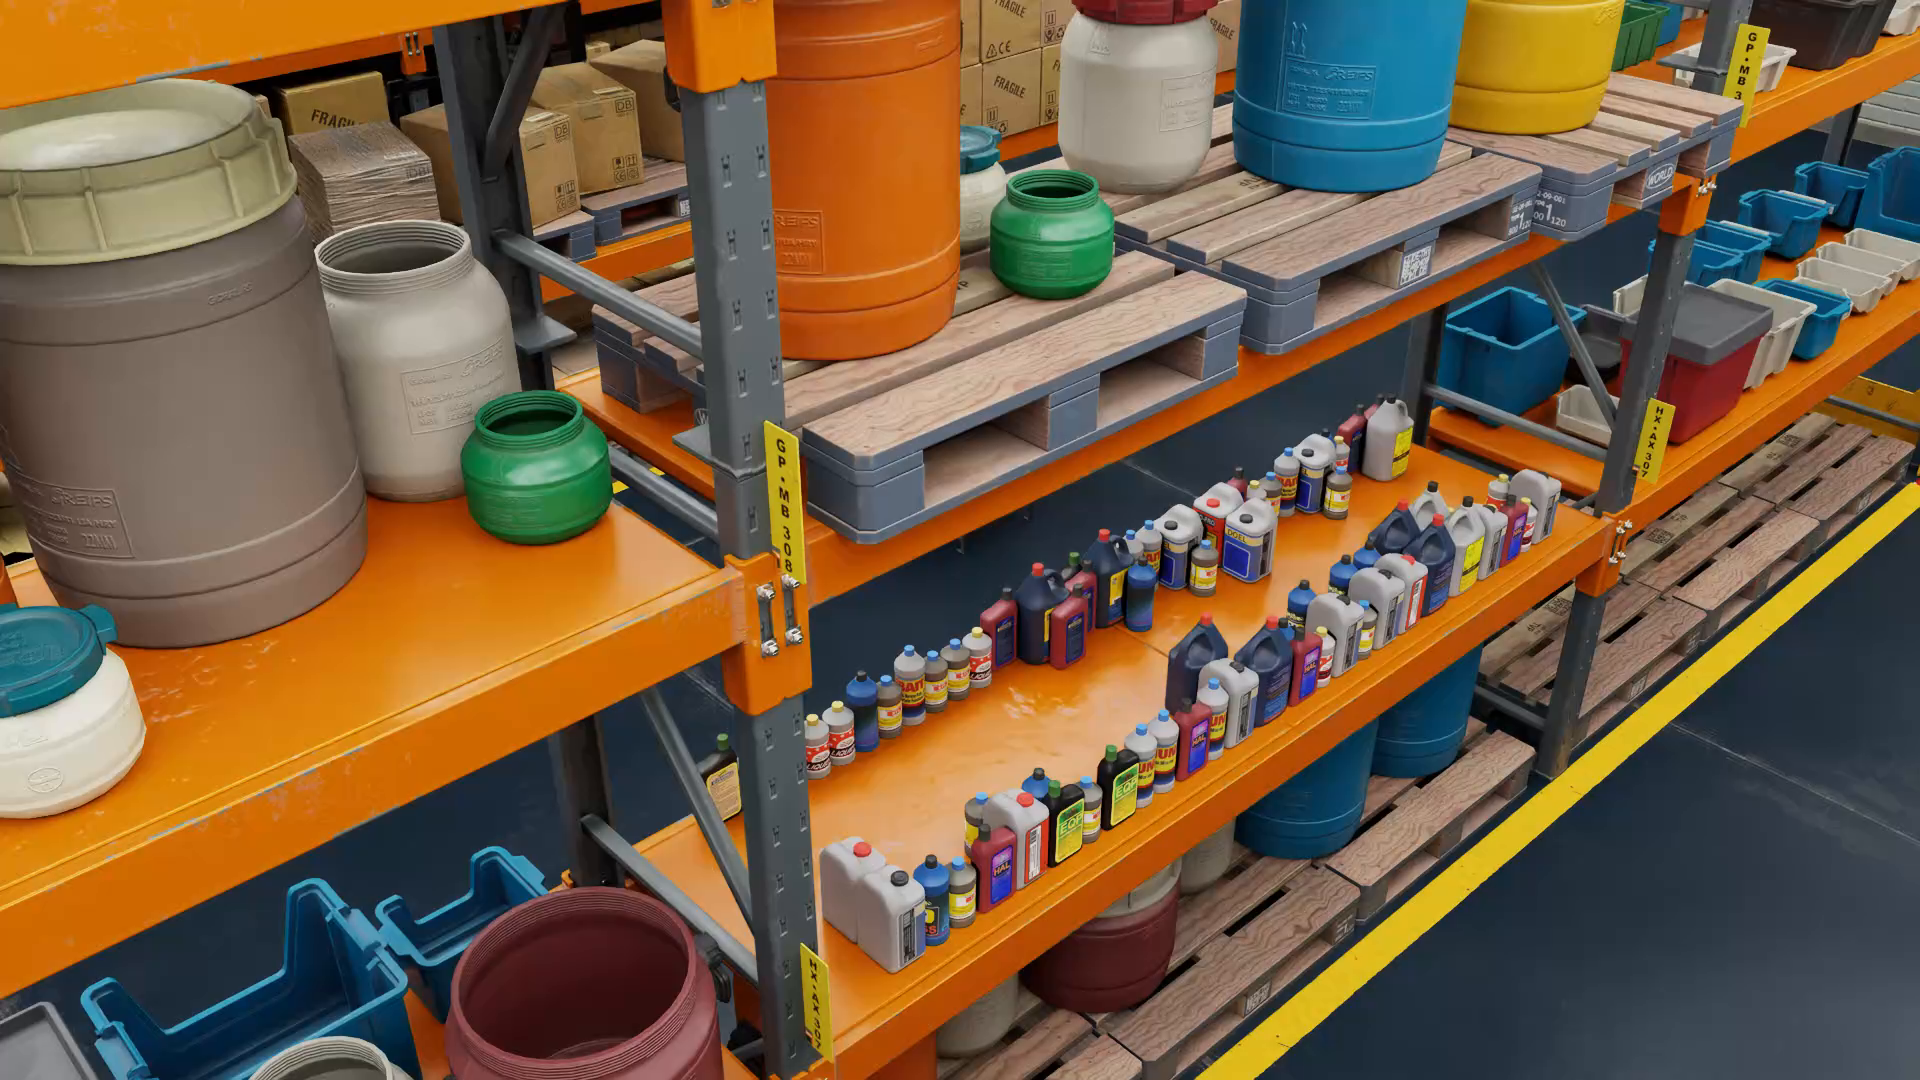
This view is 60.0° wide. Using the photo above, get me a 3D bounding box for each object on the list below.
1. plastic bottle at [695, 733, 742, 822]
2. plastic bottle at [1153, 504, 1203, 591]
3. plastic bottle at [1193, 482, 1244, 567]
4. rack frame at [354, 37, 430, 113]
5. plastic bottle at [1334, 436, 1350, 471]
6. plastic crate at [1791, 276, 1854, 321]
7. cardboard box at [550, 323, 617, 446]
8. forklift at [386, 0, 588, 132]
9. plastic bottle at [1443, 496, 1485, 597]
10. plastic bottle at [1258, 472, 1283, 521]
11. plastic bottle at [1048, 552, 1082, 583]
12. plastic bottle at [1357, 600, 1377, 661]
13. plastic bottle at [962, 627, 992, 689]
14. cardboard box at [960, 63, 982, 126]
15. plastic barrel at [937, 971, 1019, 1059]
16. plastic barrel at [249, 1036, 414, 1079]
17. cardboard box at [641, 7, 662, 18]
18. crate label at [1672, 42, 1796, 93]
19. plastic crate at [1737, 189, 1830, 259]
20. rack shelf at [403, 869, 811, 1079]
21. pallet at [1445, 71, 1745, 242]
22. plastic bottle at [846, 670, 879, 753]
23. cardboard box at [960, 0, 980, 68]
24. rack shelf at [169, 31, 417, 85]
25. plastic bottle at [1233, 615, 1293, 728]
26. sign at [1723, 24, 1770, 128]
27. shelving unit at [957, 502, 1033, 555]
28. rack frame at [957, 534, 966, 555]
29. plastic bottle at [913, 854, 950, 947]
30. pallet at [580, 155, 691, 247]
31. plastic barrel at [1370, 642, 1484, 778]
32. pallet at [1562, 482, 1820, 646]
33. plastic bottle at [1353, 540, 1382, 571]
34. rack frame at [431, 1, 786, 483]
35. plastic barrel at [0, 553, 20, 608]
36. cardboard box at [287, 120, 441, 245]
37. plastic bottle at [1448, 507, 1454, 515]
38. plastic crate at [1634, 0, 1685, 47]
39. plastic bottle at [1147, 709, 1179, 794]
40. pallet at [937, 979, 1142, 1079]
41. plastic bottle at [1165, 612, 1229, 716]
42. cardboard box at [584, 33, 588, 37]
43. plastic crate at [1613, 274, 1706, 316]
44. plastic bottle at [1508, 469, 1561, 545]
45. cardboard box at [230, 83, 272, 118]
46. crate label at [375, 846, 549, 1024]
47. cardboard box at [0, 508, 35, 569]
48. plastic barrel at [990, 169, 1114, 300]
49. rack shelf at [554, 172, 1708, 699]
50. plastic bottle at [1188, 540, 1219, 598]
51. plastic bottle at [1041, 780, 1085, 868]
[{"bbox_3d":[-0.710,0.701,4.841,0.133,0.283,0.061,-26,40,-35],"label":"plastic bottle"},{"bbox_3d":[0.769,0.021,5.960,0.135,0.276,0.152,-26,40,-35],"label":"plastic bottle"},{"bbox_3d":[0.939,-0.061,6.094,0.135,0.276,0.152,-26,40,-35],"label":"plastic bottle"},{"bbox_3d":[-4.520,-4.251,12.827,0.127,3.000,1.000,-26,40,-35],"label":"rack frame"},{"bbox_3d":[1.488,-0.314,6.579,0.097,0.201,0.097,0,31,0],"label":"plastic bottle"},{"bbox_3d":[4.060,-1.117,7.897,0.250,0.136,0.298,-26,40,-35],"label":"plastic crate"},{"bbox_3d":[-2.052,-0.844,9.230,0.500,0.500,0.500,-25,39,-35],"label":"cardboard box"},{"bbox_3d":[-3.285,-3.081,10.978,3.031,2.935,1.130,-24,39,-34],"label":"forklift"},{"bbox_3d":[1.765,0.011,5.904,0.185,0.351,0.144,-26,40,-35],"label":"plastic bottle"},{"bbox_3d":[1.175,-0.163,6.332,0.097,0.201,0.097,0,31,0],"label":"plastic bottle"},{"bbox_3d":[0.361,0.182,5.688,0.133,0.283,0.061,-26,40,-35],"label":"plastic bottle"},{"bbox_3d":[1.344,0.295,5.583,0.097,0.201,0.097,0,31,0],"label":"plastic bottle"},{"bbox_3d":[0.056,0.378,5.447,0.097,0.201,0.097,0,31,0],"label":"plastic bottle"},{"bbox_3d":[-0.216,-2.659,10.128,0.500,0.500,0.500,-25,39,-35],"label":"cardboard box"},{"bbox_3d":[-0.016,1.425,5.526,0.421,0.512,0.421,0,31,0],"label":"plastic barrel"},{"bbox_3d":[-1.326,1.356,3.549,0.421,0.512,0.421,0,31,0],"label":"plastic barrel"},{"bbox_3d":[-2.631,-4.625,14.810,0.250,0.149,0.380,-25,40,-35],"label":"cardboard box"},{"bbox_3d":[2.772,-1.692,6.018,0.466,0.136,0.293,-26,40,-35],"label":"crate label"},{"bbox_3d":[4.262,-1.639,8.658,0.300,0.233,0.416,-26,40,-35],"label":"plastic crate"},{"bbox_3d":[-2.183,1.974,3.336,4.000,0.370,1.077,-26,40,-35],"label":"rack shelf"},{"bbox_3d":[1.708,-1.345,5.380,1.003,0.211,1.213,-26,40,-35],"label":"pallet"},{"bbox_3d":[-0.301,0.521,5.146,0.097,0.271,0.097,0,31,0],"label":"plastic bottle"},{"bbox_3d":[-0.234,-3.069,9.840,0.500,0.500,0.500,-27,41,-37],"label":"cardboard box"},{"bbox_3d":[-5.986,-3.235,11.854,4.000,0.370,1.077,-26,40,-35],"label":"rack shelf"},{"bbox_3d":[0.957,0.402,5.265,0.185,0.351,0.144,-26,40,-35],"label":"plastic bottle"},{"bbox_3d":[2.589,-1.534,5.499,0.005,0.325,0.100,-26,40,-35],"label":"sign"},{"bbox_3d":[0.121,-0.571,8.533,0.503,1.200,0.258,-26,40,-35],"label":"shelving unit"},{"bbox_3d":[-0.058,-0.484,8.391,0.015,1.200,0.240,-26,40,-35],"label":"rack frame"},{"bbox_3d":[-0.076,0.952,4.441,0.097,0.271,0.097,0,31,0],"label":"plastic bottle"},{"bbox_3d":[-1.809,-2.034,9.385,1.213,0.211,1.003,-26,40,-35],"label":"pallet"},{"bbox_3d":[1.806,0.441,6.762,0.708,0.901,0.600,-26,40,-35],"label":"plastic barrel"},{"bbox_3d":[3.624,0.018,8.519,1.213,0.211,1.003,-26,40,-35],"label":"pallet"},{"bbox_3d":[1.411,0.124,5.795,0.097,0.271,0.097,0,31,0],"label":"plastic bottle"},{"bbox_3d":[-0.717,-1.602,2.744,0.127,3.000,1.000,-26,40,-35],"label":"rack frame"},{"bbox_3d":[-1.946,-0.065,2.694,0.708,0.830,0.600,-26,40,-35],"label":"plastic barrel"},{"bbox_3d":[-2.896,-1.678,8.121,0.500,0.500,0.700,-18,36,-27],"label":"cardboard box"},{"bbox_3d":[1.781,-0.025,6.105,0.097,0.201,0.097,0,31,0],"label":"plastic bottle"},{"bbox_3d":[2.667,-2.115,6.618,0.300,0.233,0.416,-26,40,-35],"label":"plastic crate"},{"bbox_3d":[0.602,0.624,4.977,0.097,0.271,0.097,0,31,0],"label":"plastic bottle"},{"bbox_3d":[-0.167,1.852,5.520,1.213,0.211,1.003,-26,40,-35],"label":"pallet"},{"bbox_3d":[0.755,0.391,5.282,0.185,0.351,0.144,-26,40,-35],"label":"plastic bottle"},{"bbox_3d":[-3.379,-4.262,14.216,0.250,0.149,0.380,-25,40,-35],"label":"cardboard box"},{"bbox_3d":[3.289,-1.107,7.880,0.466,0.136,0.293,-26,40,-35],"label":"plastic crate"},{"bbox_3d":[2.147,-0.145,6.231,0.135,0.276,0.152,-26,40,-35],"label":"plastic bottle"},{"bbox_3d":[-5.558,-2.916,12.302,0.750,0.750,0.750,-24,39,-34],"label":"cardboard box"},{"bbox_3d":[-1.280,1.035,4.343,0.416,0.233,0.303,-26,40,-35],"label":"crate label"},{"bbox_3d":[-4.298,0.096,7.413,0.500,0.311,0.500,-25,39,-34],"label":"cardboard box"},{"bbox_3d":[0.217,-0.723,3.928,0.294,0.245,0.294,0,31,0],"label":"plastic barrel"},{"bbox_3d":[0.750,-0.725,4.874,4.000,0.370,1.077,-26,40,-35],"label":"rack shelf"},{"bbox_3d":[0.867,0.094,5.912,0.097,0.201,0.097,0,31,0],"label":"plastic bottle"},{"bbox_3d":[0.289,0.783,4.706,0.133,0.283,0.061,-26,40,-35],"label":"plastic bottle"}]
